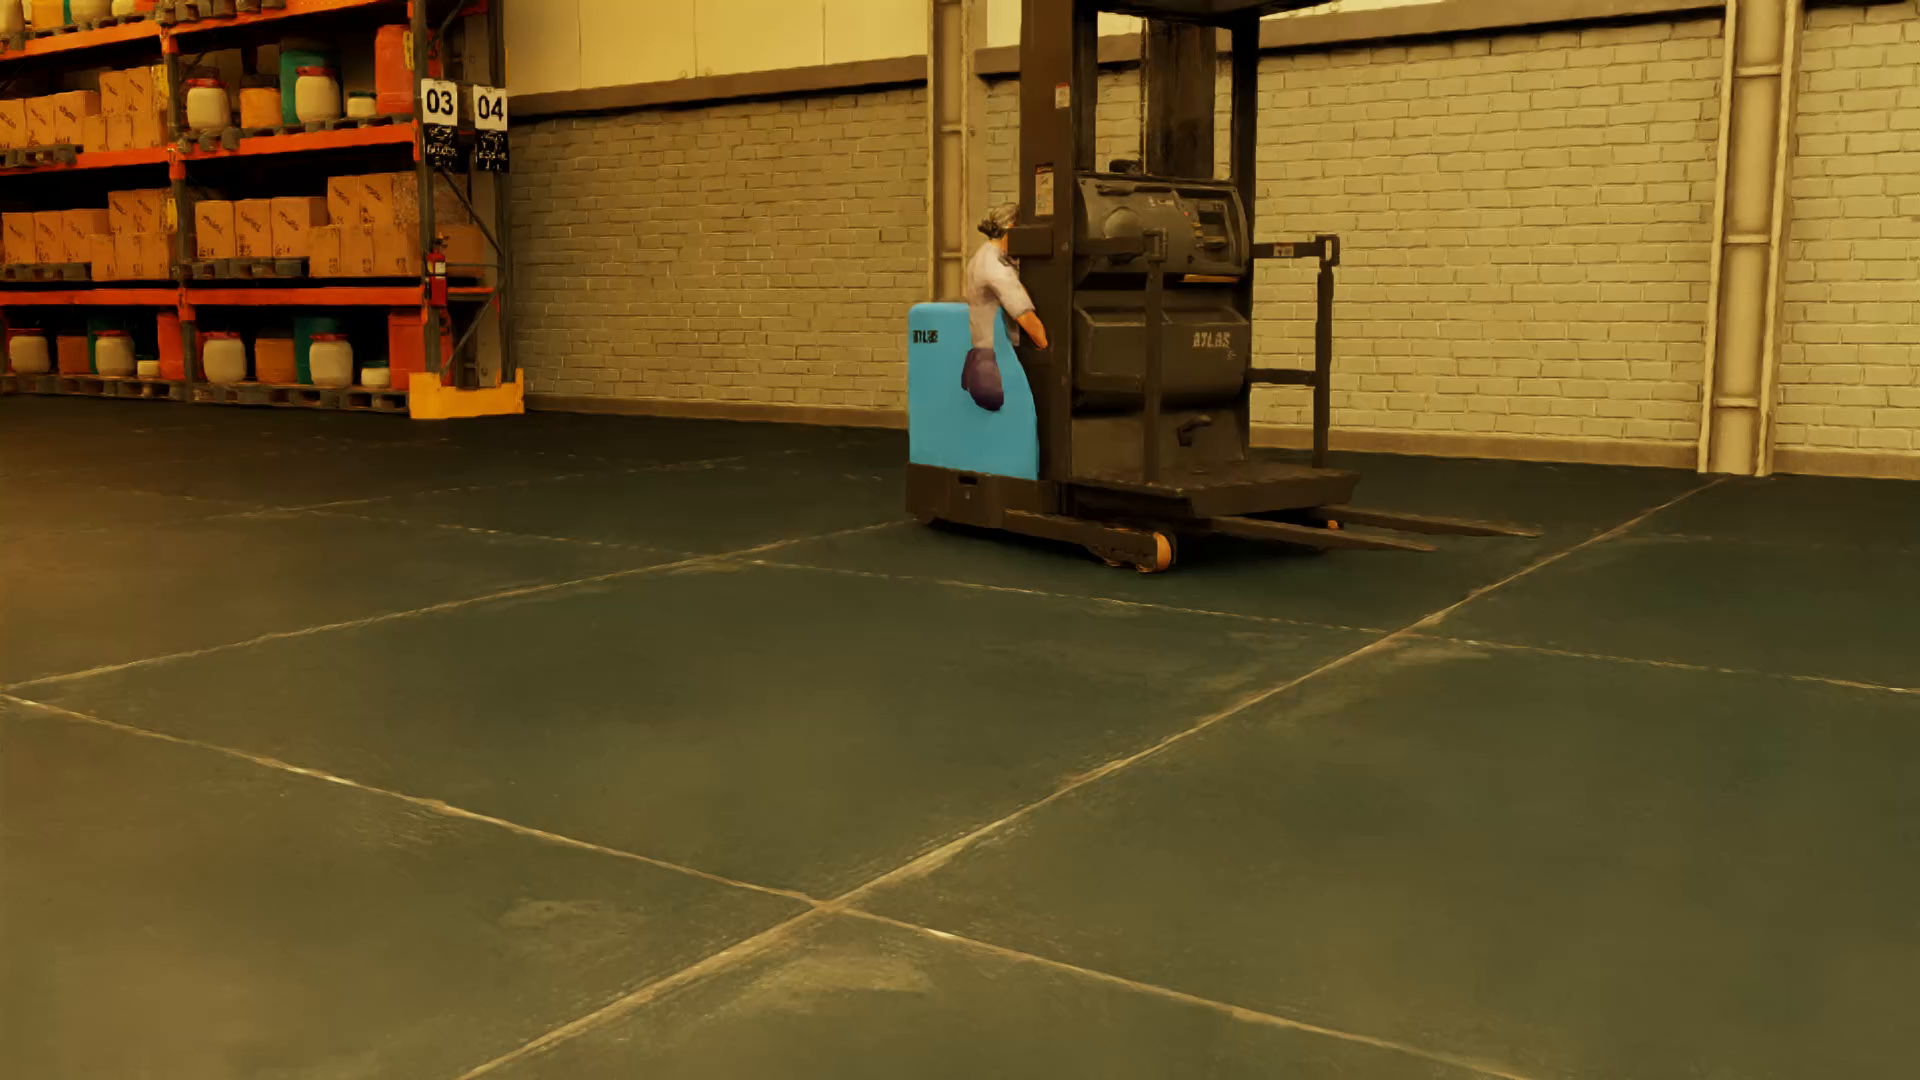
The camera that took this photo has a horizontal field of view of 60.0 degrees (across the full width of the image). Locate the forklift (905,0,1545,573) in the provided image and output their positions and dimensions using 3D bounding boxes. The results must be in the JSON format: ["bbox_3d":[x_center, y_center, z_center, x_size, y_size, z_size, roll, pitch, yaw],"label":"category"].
[{"bbox_3d":[1.008,-1.395,6.999,1.130,2.935,3.031,-6,10,-36],"label":"forklift"}]

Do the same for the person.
[{"bbox_3d":[0.381,-0.797,7.515,0.811,1.436,0.742,-2,8,-11],"label":"person"}]
